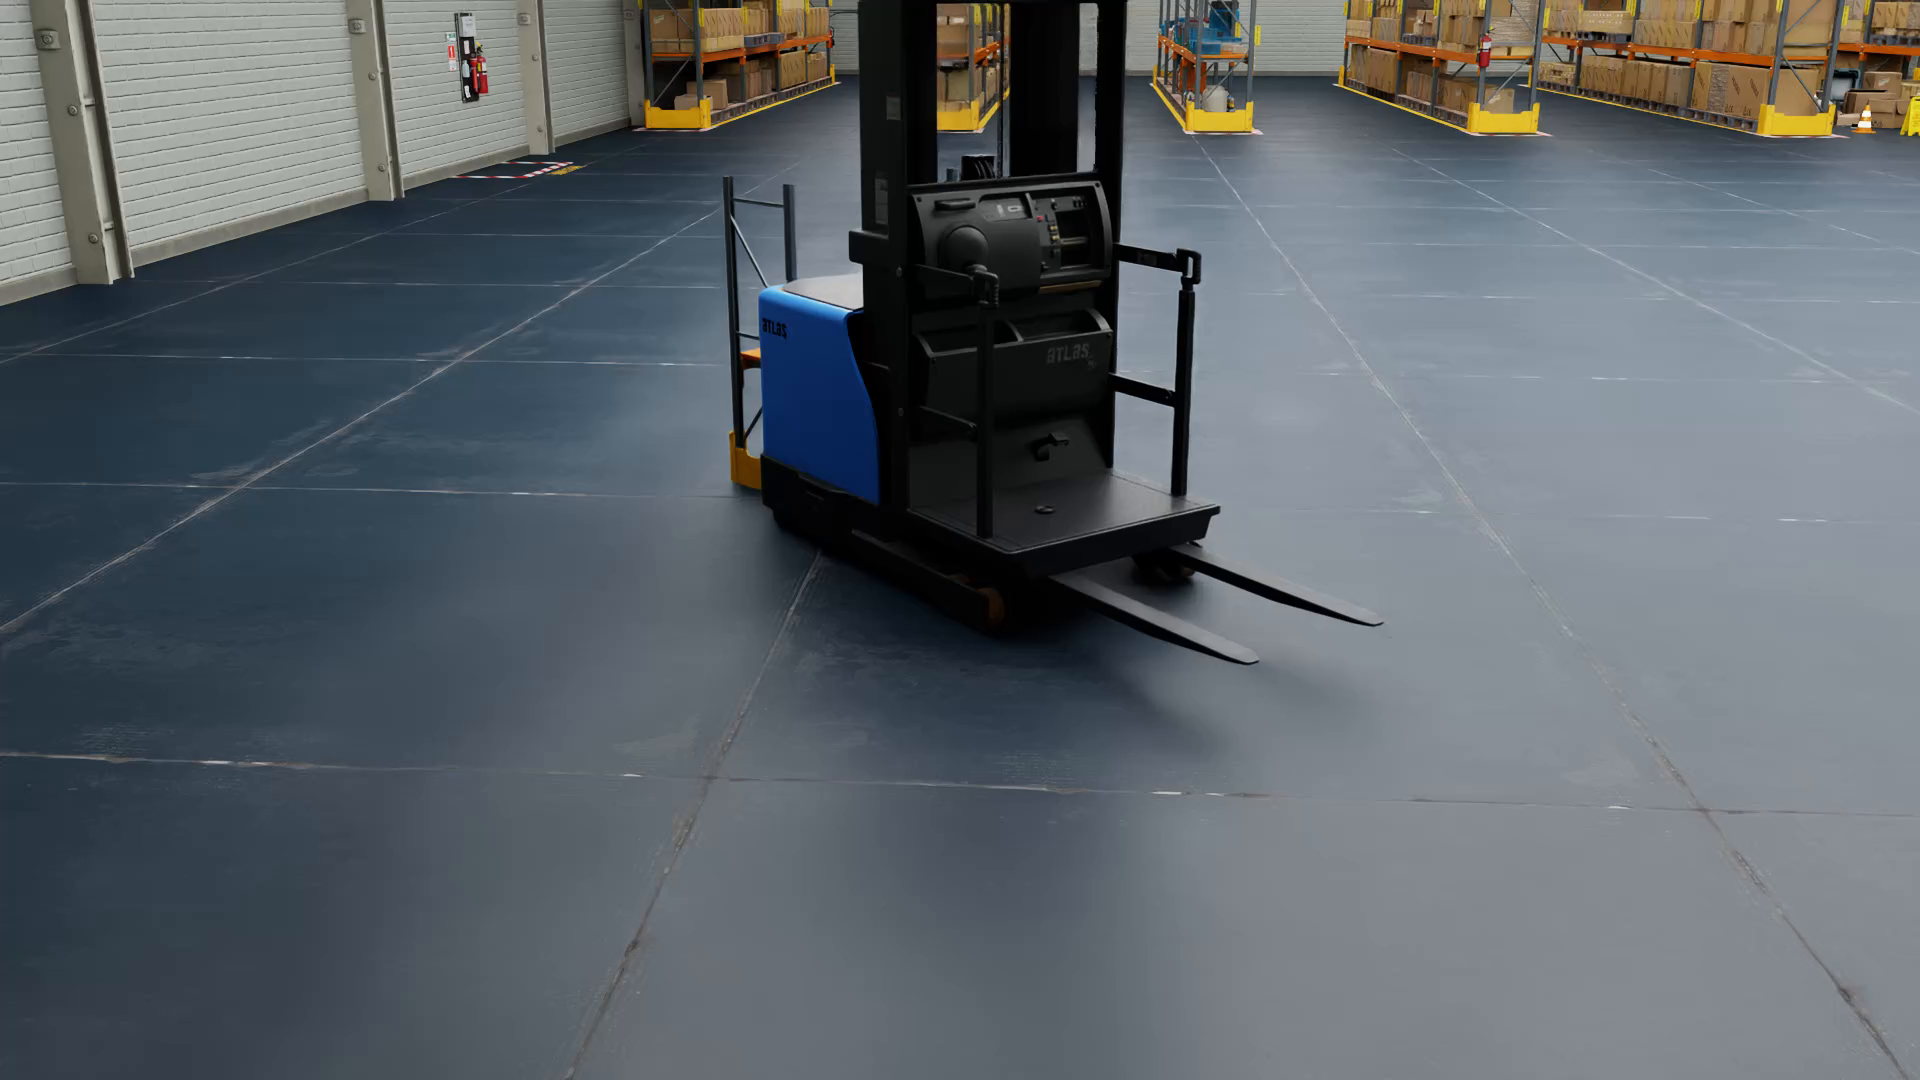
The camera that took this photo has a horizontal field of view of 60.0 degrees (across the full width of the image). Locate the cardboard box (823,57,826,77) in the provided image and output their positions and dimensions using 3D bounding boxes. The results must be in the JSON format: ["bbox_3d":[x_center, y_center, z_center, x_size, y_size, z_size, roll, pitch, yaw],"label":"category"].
[{"bbox_3d":[-3.994,-12.757,44.878,0.700,0.500,0.500,1,18,4],"label":"cardboard box"}]

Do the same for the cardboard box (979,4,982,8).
[{"bbox_3d":[0.389,-13.299,41.425,0.500,0.500,0.500,1,18,4],"label":"cardboard box"}]

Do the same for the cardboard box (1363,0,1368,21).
[{"bbox_3d":[10.298,-13.121,41.209,0.500,0.500,0.500,1,18,4],"label":"cardboard box"}]

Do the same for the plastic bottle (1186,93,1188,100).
[{"bbox_3d":[4.439,-8.585,32.460,0.061,0.283,0.133,2,18,6],"label":"plastic bottle"}]

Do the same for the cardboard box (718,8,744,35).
[{"bbox_3d":[-4.629,-10.379,33.284,0.500,0.500,0.500,1,18,4],"label":"cardboard box"}]

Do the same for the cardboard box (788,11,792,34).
[{"bbox_3d":[-4.244,-12.140,38.986,0.500,0.500,0.500,1,18,4],"label":"cardboard box"}]

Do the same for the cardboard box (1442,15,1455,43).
[{"bbox_3d":[9.753,-9.802,31.882,0.875,0.500,0.500,1,18,4],"label":"cardboard box"}]

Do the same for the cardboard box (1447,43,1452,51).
[{"bbox_3d":[9.514,-9.417,31.747,0.380,0.149,0.250,1,18,4],"label":"cardboard box"}]

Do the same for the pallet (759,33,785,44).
[{"bbox_3d":[-4.562,-11.165,36.989,1.213,0.211,1.003,1,18,4],"label":"pallet"}]

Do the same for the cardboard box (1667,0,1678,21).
[{"bbox_3d":[14.996,-10.915,34.149,0.700,0.500,0.500,1,18,3],"label":"cardboard box"}]

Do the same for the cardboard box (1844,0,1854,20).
[{"bbox_3d":[19.894,-11.776,36.778,0.500,0.500,0.500,2,18,5],"label":"cardboard box"}]

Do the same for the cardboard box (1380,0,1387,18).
[{"bbox_3d":[10.454,-12.716,39.643,0.797,0.503,0.637,1,18,2],"label":"cardboard box"}]

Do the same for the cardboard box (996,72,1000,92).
[{"bbox_3d":[0.642,-10.527,38.040,0.500,0.500,0.500,2,18,6],"label":"cardboard box"}]

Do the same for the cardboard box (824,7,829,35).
[{"bbox_3d":[-4.070,-13.949,44.693,0.980,0.700,0.700,2,18,6],"label":"cardboard box"}]

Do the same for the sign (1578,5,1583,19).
[{"bbox_3d":[14.889,-12.670,39.882,0.100,0.325,0.005,1,18,4],"label":"sign"}]

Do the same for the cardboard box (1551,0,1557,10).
[{"bbox_3d":[15.332,-13.704,42.183,0.500,0.500,0.500,1,18,3],"label":"cardboard box"}]

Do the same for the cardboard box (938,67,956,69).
[{"bbox_3d":[-0.336,-9.085,32.870,0.500,0.500,0.500,1,18,4],"label":"cardboard box"}]

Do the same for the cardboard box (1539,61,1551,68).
[{"bbox_3d":[15.342,-12.463,43.591,0.380,0.149,0.250,0,18,1],"label":"cardboard box"}]

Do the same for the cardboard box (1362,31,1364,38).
[{"bbox_3d":[10.242,-12.613,41.502,0.380,0.149,0.250,2,18,5],"label":"cardboard box"}]

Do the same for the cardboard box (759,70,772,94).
[{"bbox_3d":[-4.617,-10.277,37.276,0.700,0.500,0.500,2,18,5],"label":"cardboard box"}]

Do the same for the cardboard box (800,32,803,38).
[{"bbox_3d":[-4.067,-12.422,40.888,0.380,0.149,0.250,2,18,5],"label":"cardboard box"}]

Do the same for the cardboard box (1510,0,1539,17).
[{"bbox_3d":[9.942,-9.493,29.332,0.500,0.500,0.500,1,18,4],"label":"cardboard box"}]

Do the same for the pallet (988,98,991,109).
[{"bbox_3d":[0.136,-9.413,35.811,1.003,0.211,1.213,1,18,4],"label":"pallet"}]

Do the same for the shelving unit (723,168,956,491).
[{"bbox_3d":[-0.563,-1.063,8.258,1.083,1.500,0.587,-17,25,-41],"label":"shelving unit"}]

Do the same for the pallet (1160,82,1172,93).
[{"bbox_3d":[5.565,-11.405,41.892,1.003,0.211,1.213,1,18,4],"label":"pallet"}]

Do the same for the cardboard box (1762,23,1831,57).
[{"bbox_3d":[14.552,-8.709,28.944,0.875,0.550,0.550,1,18,4],"label":"cardboard box"}]

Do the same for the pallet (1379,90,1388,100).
[{"bbox_3d":[10.426,-10.444,38.959,1.003,0.211,1.213,1,18,4],"label":"pallet"}]

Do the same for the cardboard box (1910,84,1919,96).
[{"bbox_3d":[19.886,-9.022,33.685,0.950,0.372,0.625,2,18,7],"label":"cardboard box"}]

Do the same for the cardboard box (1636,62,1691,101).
[{"bbox_3d":[14.952,-9.678,35.080,1.050,0.750,0.750,2,18,5],"label":"cardboard box"}]

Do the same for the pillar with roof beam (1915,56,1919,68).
[{"bbox_3d":[22.412,-17.066,45.056,9.100,9.000,0.400,1,18,4],"label":"pillar with roof beam"}]

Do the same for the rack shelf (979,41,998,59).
[{"bbox_3d":[0.181,-10.408,35.524,1.077,0.370,4.000,1,18,4],"label":"rack shelf"}]

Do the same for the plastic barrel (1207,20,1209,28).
[{"bbox_3d":[5.265,-10.374,34.046,0.433,0.535,0.433,0,18,0],"label":"plastic barrel"}]

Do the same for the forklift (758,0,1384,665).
[{"bbox_3d":[0.342,-1.218,6.434,1.130,2.935,3.031,-12,22,-33],"label":"forklift"}]

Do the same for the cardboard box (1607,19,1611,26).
[{"bbox_3d":[14.778,-11.634,37.362,0.380,0.149,0.250,1,18,4],"label":"cardboard box"}]

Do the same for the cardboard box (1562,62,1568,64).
[{"bbox_3d":[15.857,-12.372,43.311,0.380,0.149,0.250,2,18,5],"label":"cardboard box"}]

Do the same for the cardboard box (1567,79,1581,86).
[{"bbox_3d":[15.120,-11.223,40.760,0.380,0.149,0.250,2,18,5],"label":"cardboard box"}]

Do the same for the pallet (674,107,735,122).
[{"bbox_3d":[-5.002,-8.323,32.486,1.003,0.211,1.213,1,18,4],"label":"pallet"}]

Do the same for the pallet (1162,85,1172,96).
[{"bbox_3d":[5.454,-10.938,40.464,1.003,0.211,1.213,1,18,4],"label":"pallet"}]

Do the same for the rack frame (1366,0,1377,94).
[{"bbox_3d":[10.491,-12.391,40.421,1.000,3.000,0.127,1,18,4],"label":"rack frame"}]

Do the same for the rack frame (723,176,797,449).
[{"bbox_3d":[-0.935,-0.951,7.916,0.032,1.500,0.500,-17,25,-41],"label":"rack frame"}]

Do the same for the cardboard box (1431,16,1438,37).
[{"bbox_3d":[10.114,-10.634,33.423,1.000,1.000,1.000,1,18,4],"label":"cardboard box"}]

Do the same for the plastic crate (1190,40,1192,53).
[{"bbox_3d":[4.480,-9.067,30.517,0.499,0.251,0.408,1,18,4],"label":"plastic crate"}]

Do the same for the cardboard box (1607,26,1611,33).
[{"bbox_3d":[14.780,-11.484,37.383,0.380,0.149,0.250,1,18,3],"label":"cardboard box"}]

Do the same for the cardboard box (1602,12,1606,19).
[{"bbox_3d":[14.817,-11.933,37.798,0.380,0.149,0.250,2,18,7],"label":"cardboard box"}]

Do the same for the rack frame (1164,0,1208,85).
[{"bbox_3d":[5.551,-12.501,40.758,1.000,3.000,0.127,1,18,4],"label":"rack frame"}]

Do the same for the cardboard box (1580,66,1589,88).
[{"bbox_3d":[15.114,-11.037,39.628,0.500,0.500,0.500,2,18,6],"label":"cardboard box"}]

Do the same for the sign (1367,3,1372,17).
[{"bbox_3d":[9.938,-12.852,40.310,0.100,0.325,0.005,1,18,4],"label":"sign"}]

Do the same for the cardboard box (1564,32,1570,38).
[{"bbox_3d":[15.239,-12.552,41.316,0.380,0.149,0.250,1,18,2],"label":"cardboard box"}]

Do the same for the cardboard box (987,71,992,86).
[{"bbox_3d":[0.424,-9.888,35.624,0.500,0.311,0.500,2,18,5],"label":"cardboard box"}]

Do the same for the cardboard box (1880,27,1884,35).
[{"bbox_3d":[19.826,-10.824,35.367,0.380,0.149,0.250,0,18,1],"label":"cardboard box"}]

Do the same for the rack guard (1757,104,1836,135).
[{"bbox_3d":[14.569,-7.326,28.979,1.175,0.500,0.348,1,18,4],"label":"rack guard"}]

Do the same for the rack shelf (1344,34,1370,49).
[{"bbox_3d":[10.635,-12.670,42.428,1.077,0.370,4.000,1,18,4],"label":"rack shelf"}]

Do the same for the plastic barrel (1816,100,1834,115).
[{"bbox_3d":[16.306,-8.153,31.626,0.512,0.421,0.421,17,25,41],"label":"plastic barrel"}]
